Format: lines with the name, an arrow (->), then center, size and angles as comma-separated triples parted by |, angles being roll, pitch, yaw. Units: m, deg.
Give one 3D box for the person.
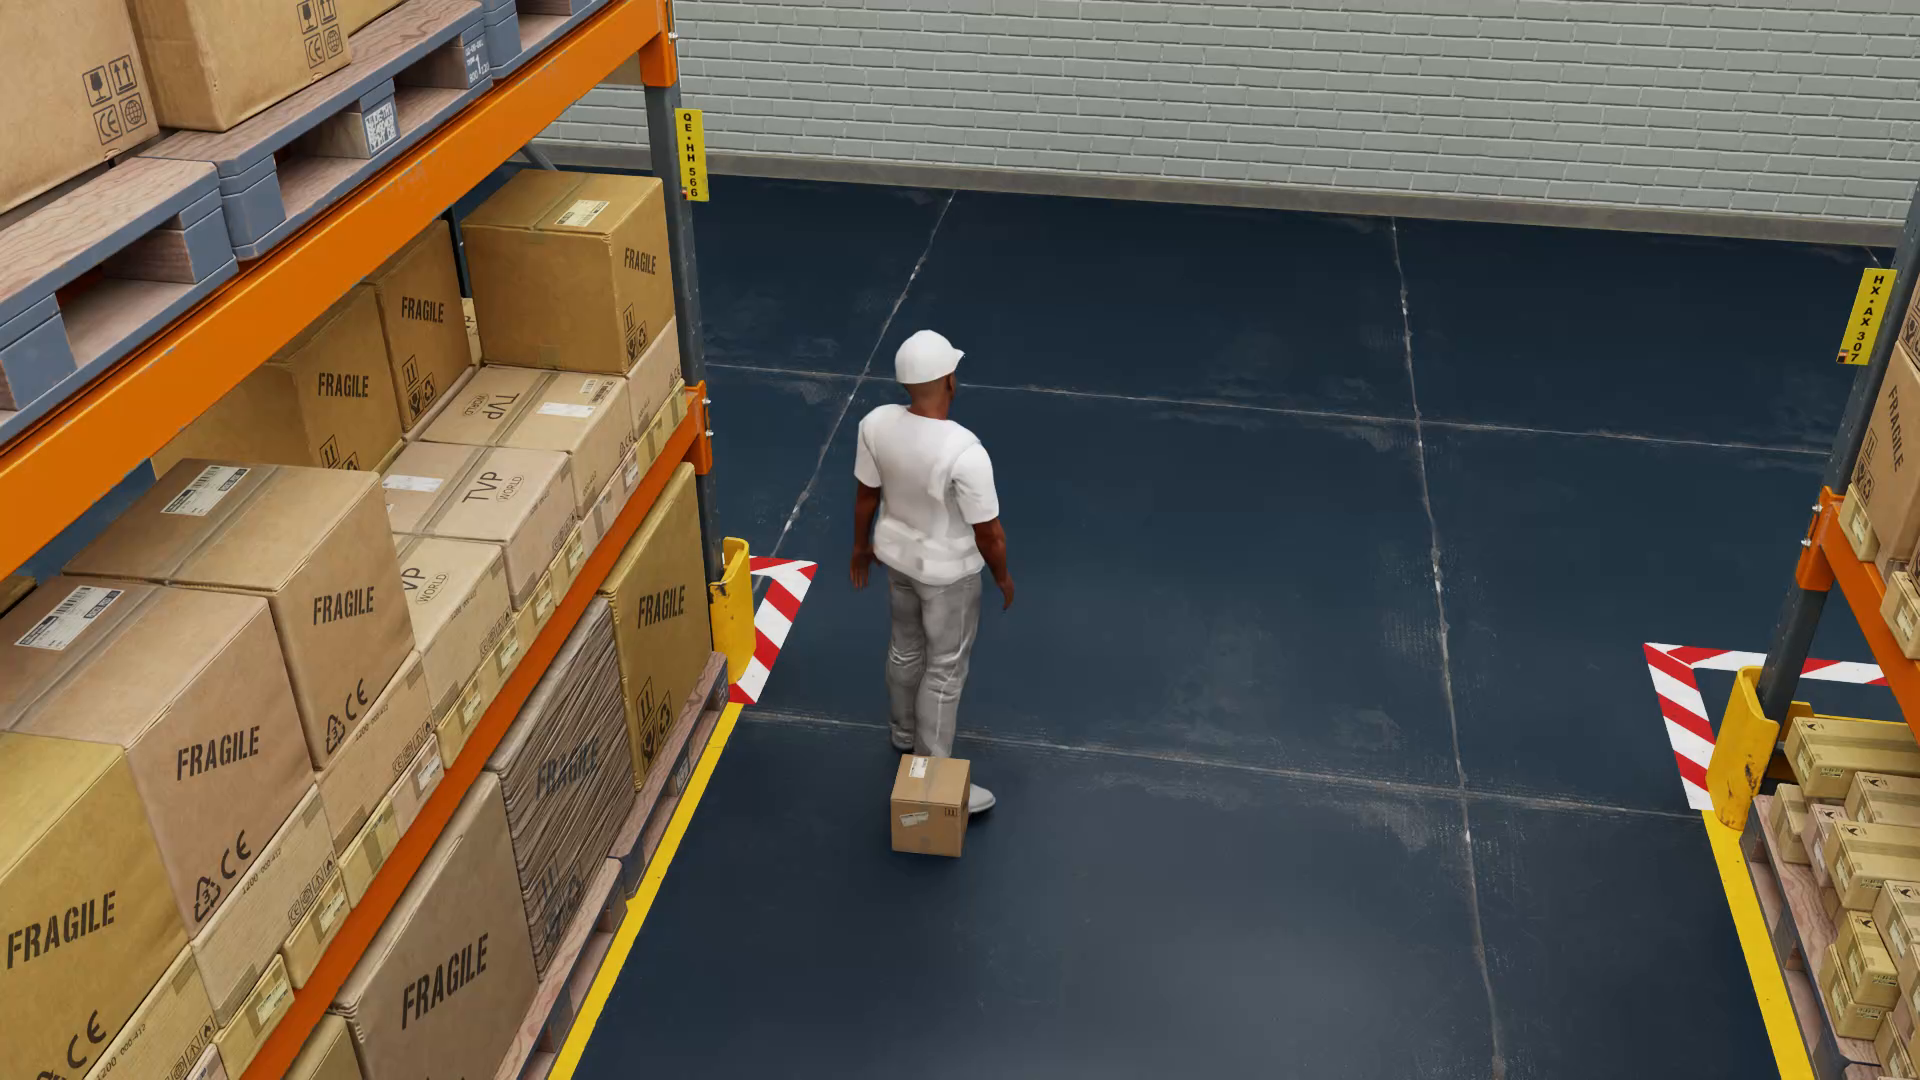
person -> -0.080, 0.111, 5.925 | 0.703, 1.761, 0.451 | 26, 41, 35
